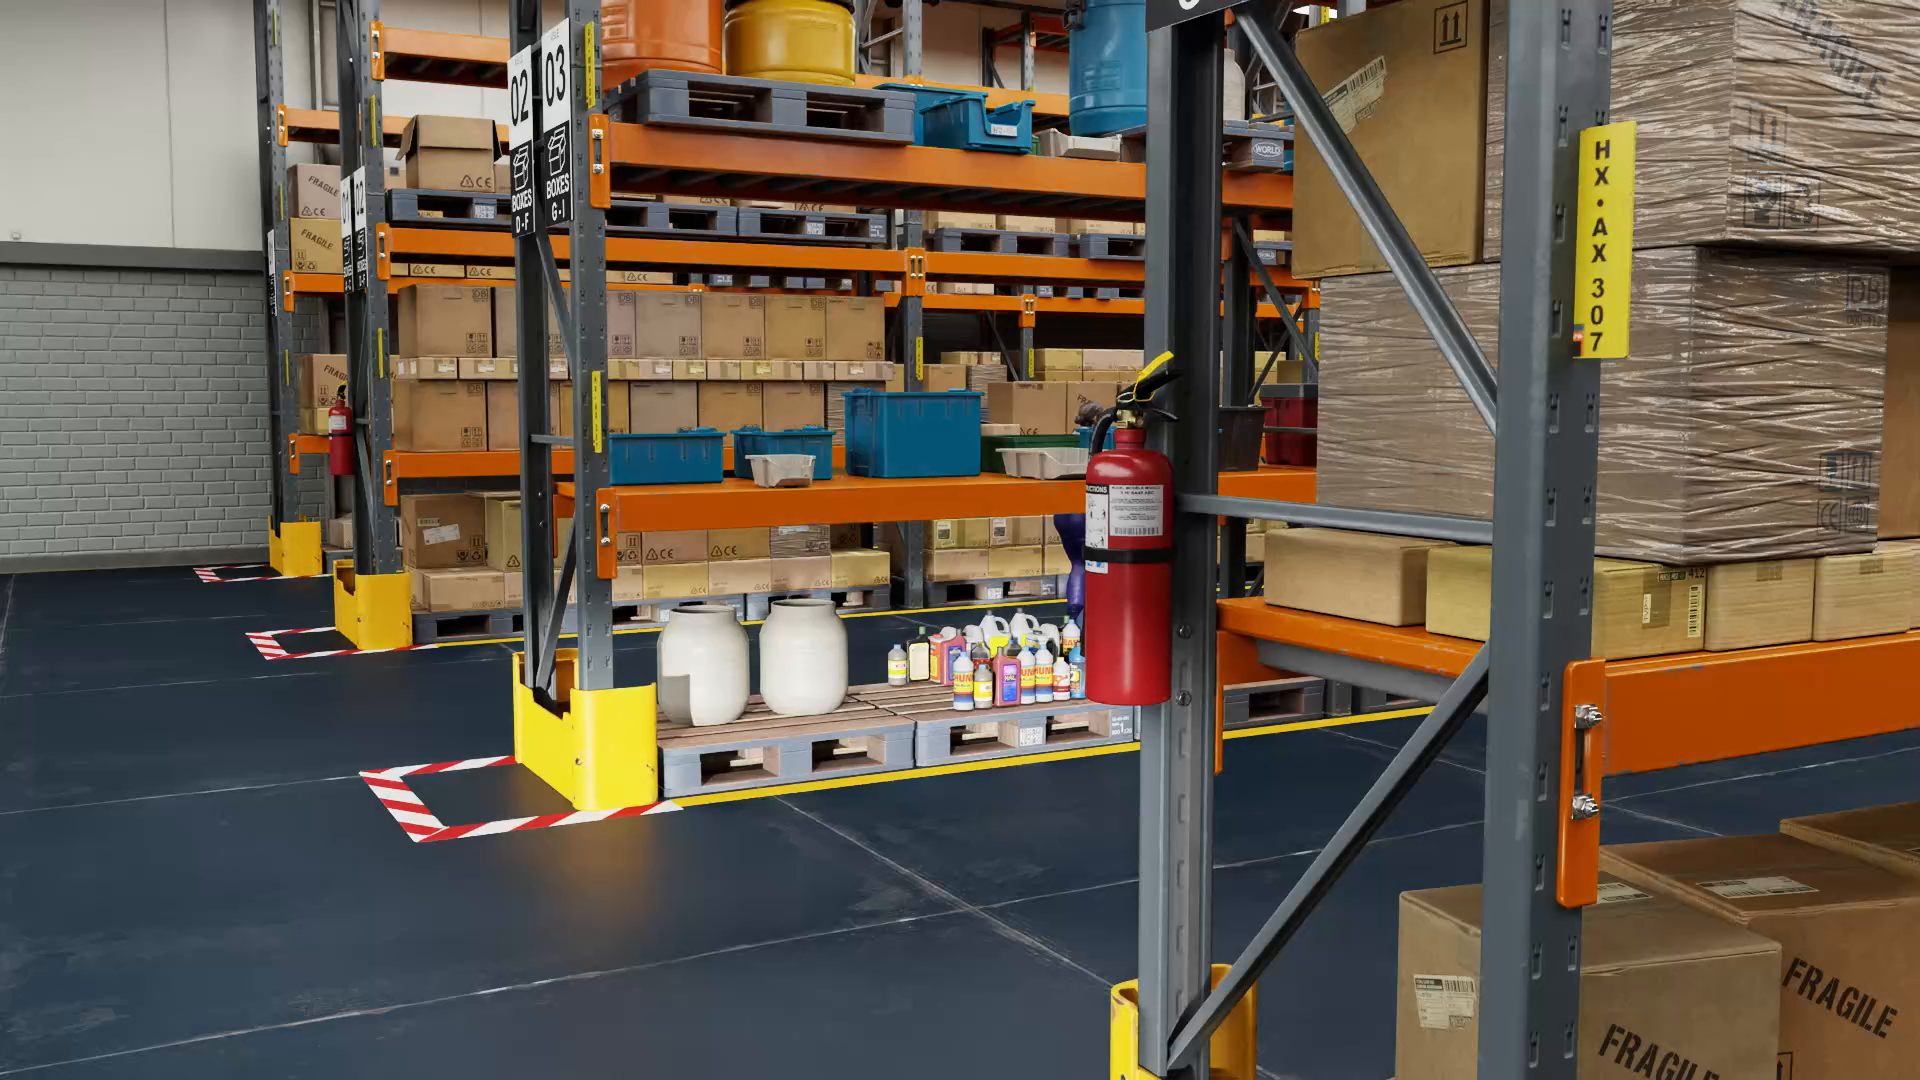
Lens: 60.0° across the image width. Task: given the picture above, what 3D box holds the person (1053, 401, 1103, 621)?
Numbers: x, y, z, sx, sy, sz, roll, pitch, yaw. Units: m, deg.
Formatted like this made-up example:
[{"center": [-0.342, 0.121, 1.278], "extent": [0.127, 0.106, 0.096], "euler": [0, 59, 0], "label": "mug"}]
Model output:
[{"center": [0.911, -0.152, 11.737], "extent": [0.404, 1.652, 0.557], "euler": [-3, 6, -31], "label": "person"}]
